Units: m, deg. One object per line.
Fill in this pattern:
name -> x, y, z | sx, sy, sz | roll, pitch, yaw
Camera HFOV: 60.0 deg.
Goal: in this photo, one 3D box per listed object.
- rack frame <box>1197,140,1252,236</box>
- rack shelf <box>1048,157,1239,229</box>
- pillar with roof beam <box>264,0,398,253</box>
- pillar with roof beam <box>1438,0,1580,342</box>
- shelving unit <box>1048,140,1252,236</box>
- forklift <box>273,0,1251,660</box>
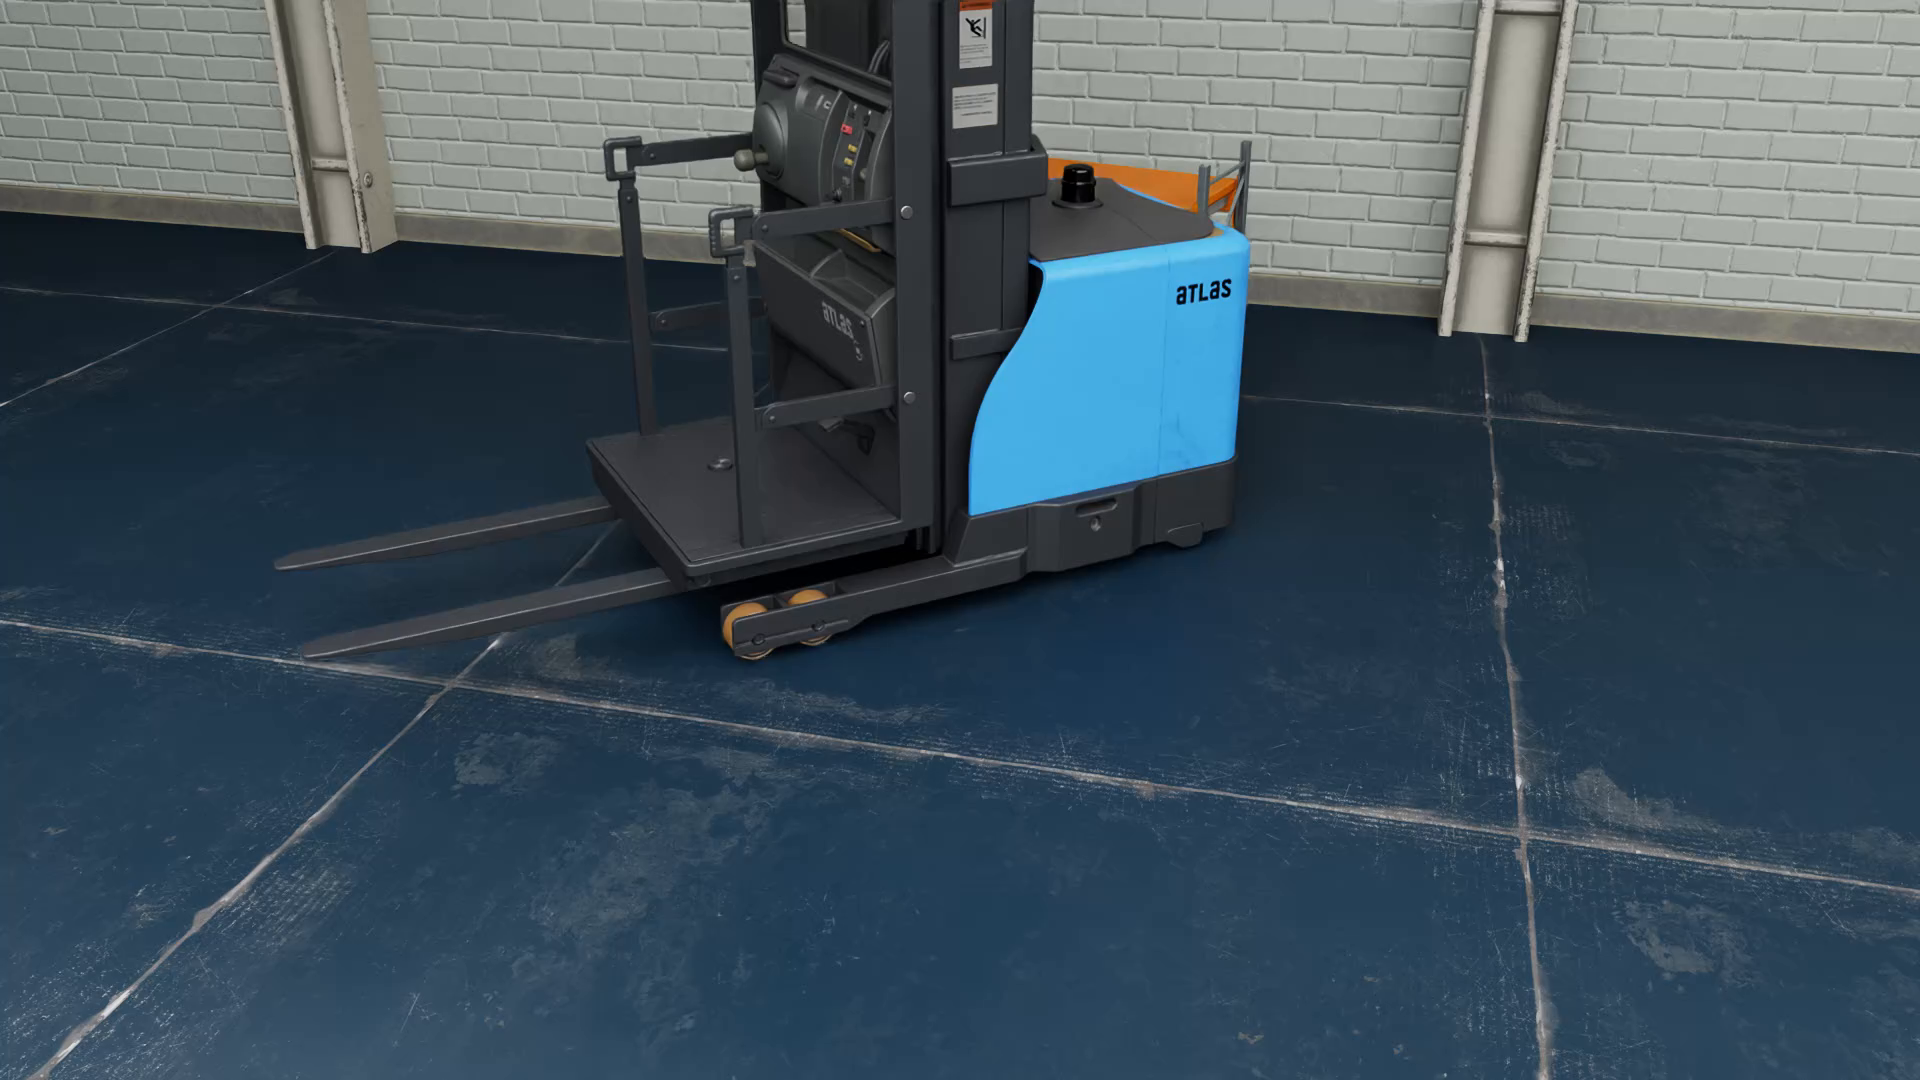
rack frame -> 0.981, -0.916, 6.366 | 0.032, 1.125, 0.500 | 13, 28, 25
rack shelf -> 0.531, -1.282, 6.454 | 1.000, 0.278, 0.538 | 13, 28, 25
pillar with roof beam -> -4.423, -3.910, 3.495 | 0.400, 9.000, 9.100 | 6, 26, 13
pillar with roof beam -> 1.388, -3.268, 2.145 | 0.400, 9.000, 9.100 | 6, 26, 13
shelving unit -> 0.531, -1.018, 6.580 | 1.048, 1.125, 0.538 | 13, 28, 25
forklift -> -0.602, -1.224, 4.911 | 3.031, 2.935, 1.130 | -12, 28, -24
